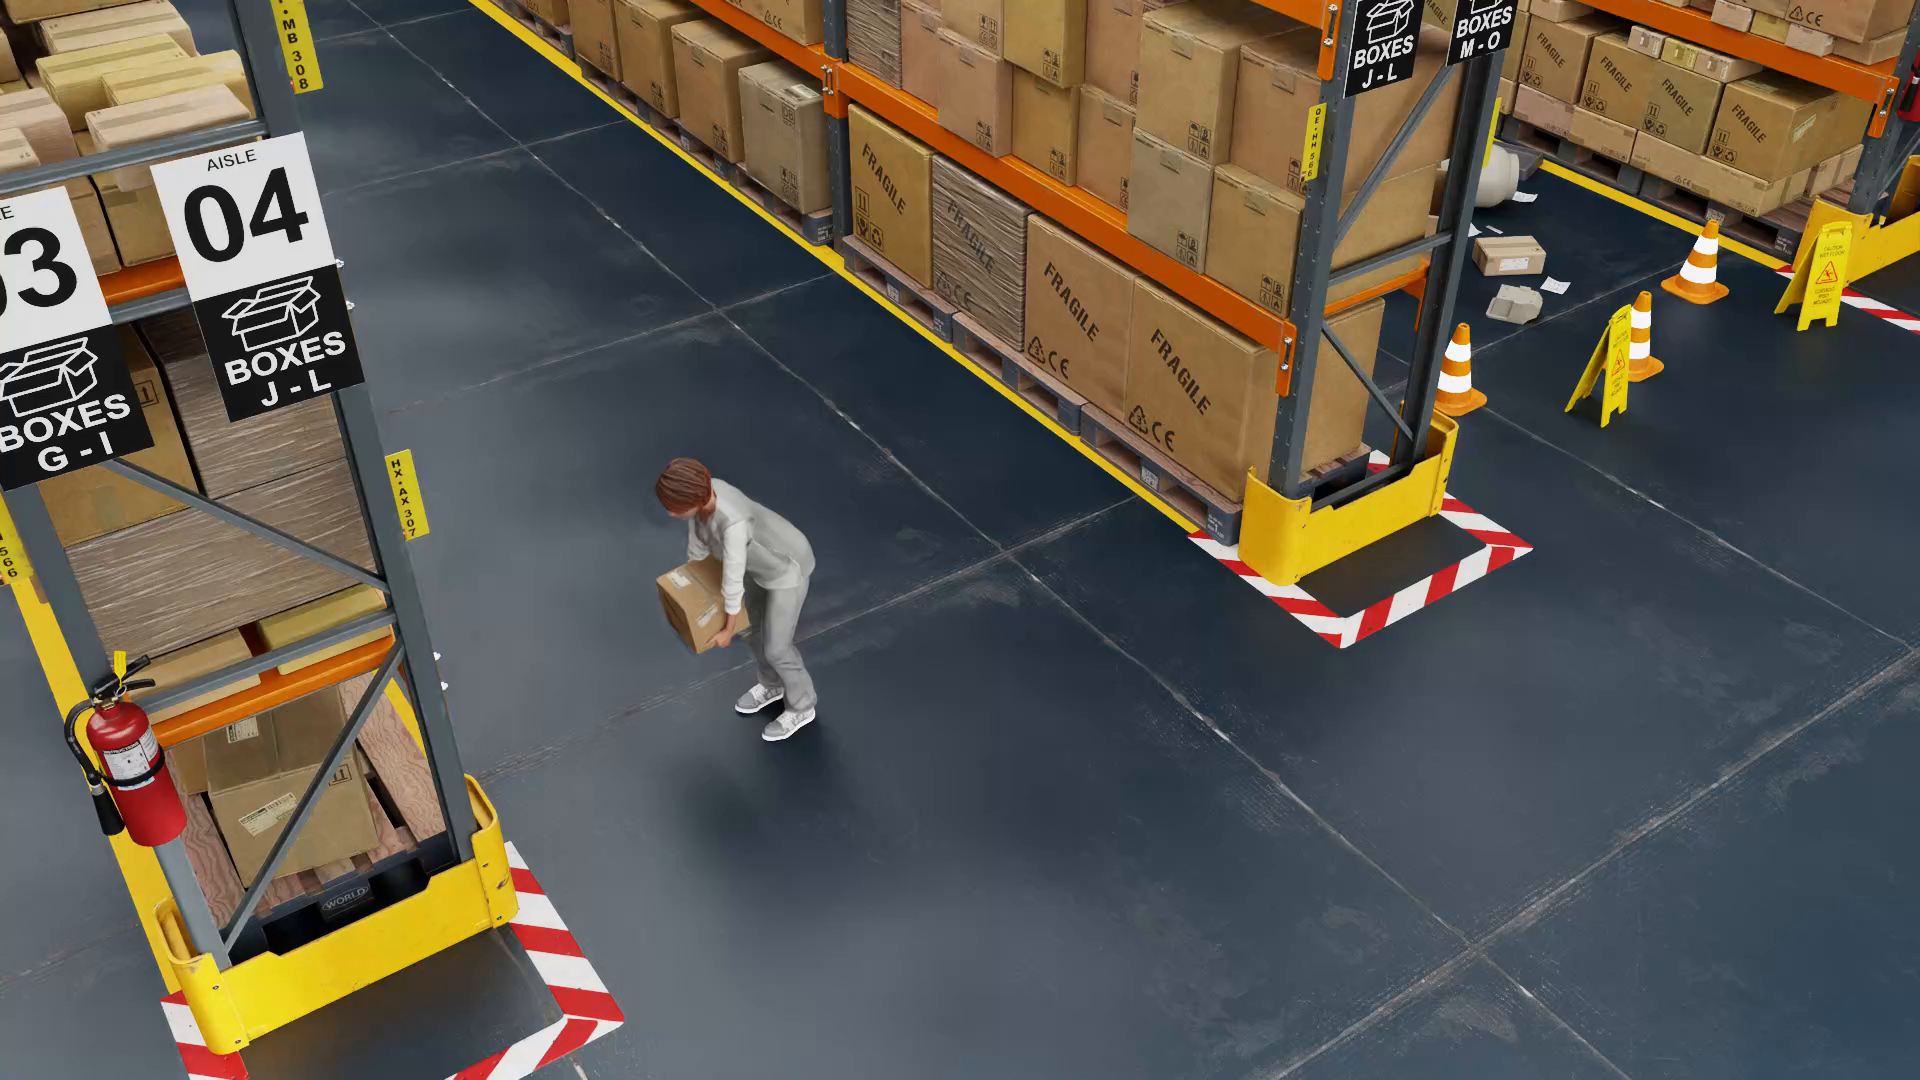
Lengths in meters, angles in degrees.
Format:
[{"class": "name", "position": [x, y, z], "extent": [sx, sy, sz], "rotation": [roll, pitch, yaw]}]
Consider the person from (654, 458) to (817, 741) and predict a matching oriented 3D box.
[{"class": "person", "position": [-0.899, 0.222, 6.821], "extent": [0.633, 1.473, 0.376], "rotation": [-24, 43, -28]}]
